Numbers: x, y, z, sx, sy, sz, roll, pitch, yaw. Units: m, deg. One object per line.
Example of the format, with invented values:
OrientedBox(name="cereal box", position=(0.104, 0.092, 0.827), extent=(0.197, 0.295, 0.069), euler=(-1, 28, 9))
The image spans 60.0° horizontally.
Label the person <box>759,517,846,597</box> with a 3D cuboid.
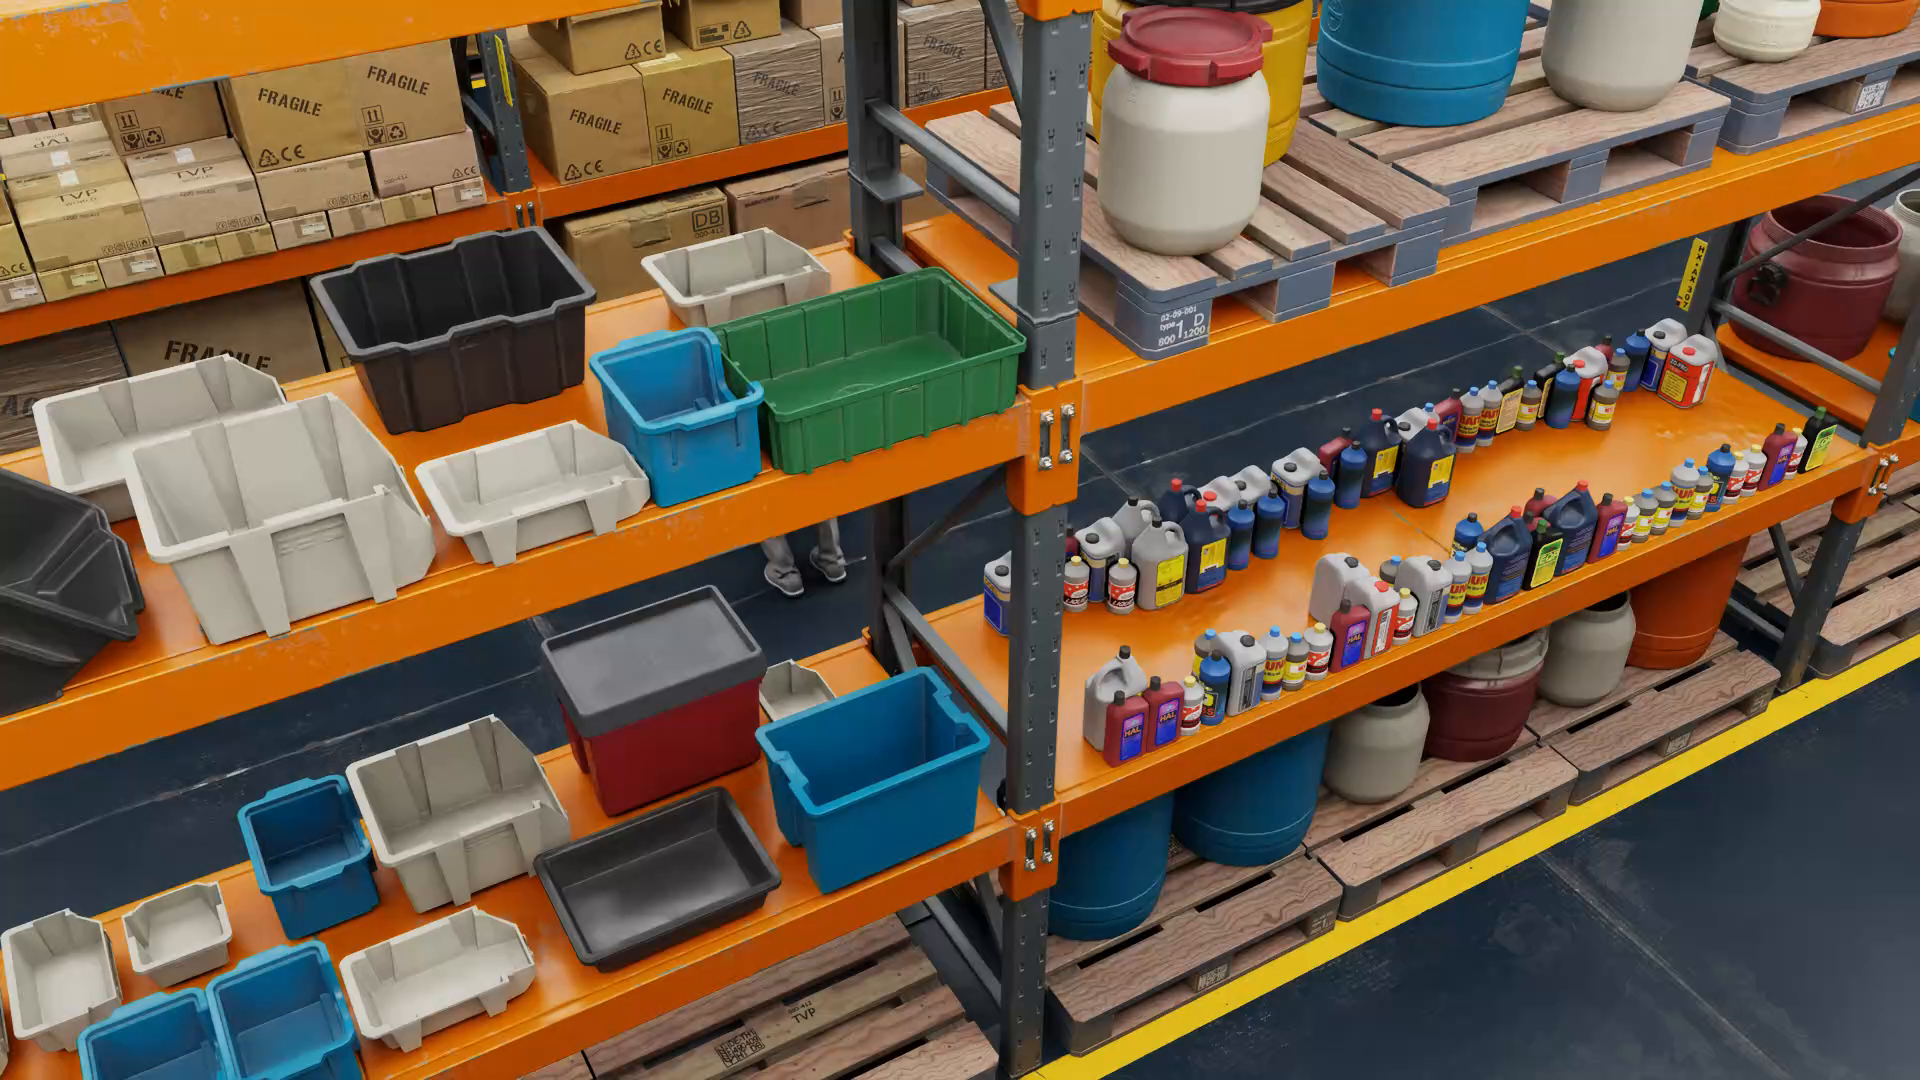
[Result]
OrientedBox(name="person", position=(-0.827, -0.323, 7.775), extent=(0.520, 1.163, 0.796), euler=(-19, 41, -24))
